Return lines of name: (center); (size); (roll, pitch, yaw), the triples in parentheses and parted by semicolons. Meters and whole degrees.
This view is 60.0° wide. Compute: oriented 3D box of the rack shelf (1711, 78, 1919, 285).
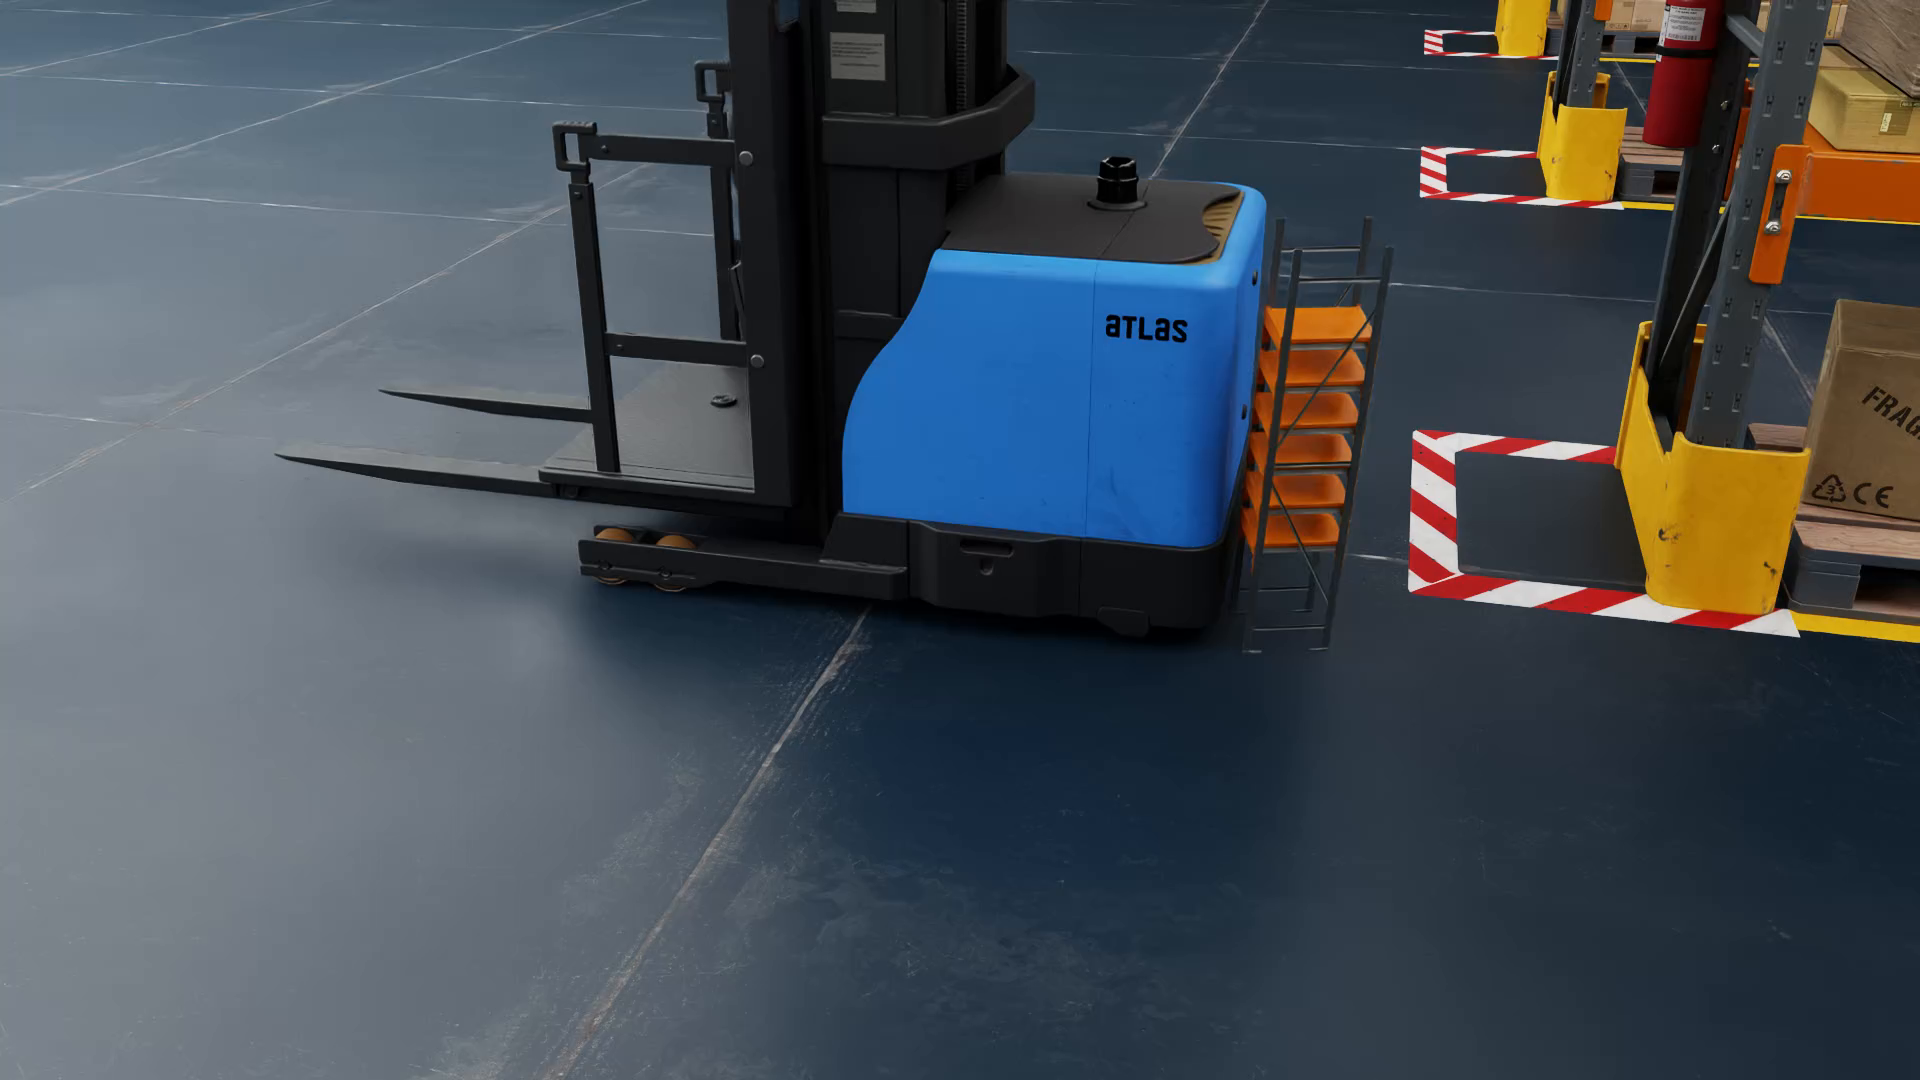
rack shelf: (4.191, -0.860, 4.404); (4.000, 0.370, 1.077); (6, 26, 13)

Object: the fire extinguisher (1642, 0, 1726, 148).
fire extinguisher: (2.258, -1.568, 5.145); (0.183, 0.674, 0.296); (6, 26, 13)

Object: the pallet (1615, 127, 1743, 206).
pallet: (4.358, -2.124, 9.467); (1.213, 0.211, 1.003); (6, 26, 13)

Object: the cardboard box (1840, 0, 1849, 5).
cardboard box: (7.129, -4.450, 12.946); (0.500, 0.500, 0.500); (6, 26, 13)

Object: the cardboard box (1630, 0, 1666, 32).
cardboard box: (5.674, -4.269, 13.438); (0.500, 0.250, 0.500); (6, 26, 13)

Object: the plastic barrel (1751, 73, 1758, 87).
plastic barrel: (4.630, -2.435, 9.281); (0.421, 0.512, 0.421); (0, 25, 0)

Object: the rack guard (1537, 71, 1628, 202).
rack guard: (3.573, -2.344, 9.592); (0.348, 0.500, 1.175); (6, 26, 13)

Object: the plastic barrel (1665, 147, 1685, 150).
plastic barrel: (4.144, -2.489, 9.394); (0.421, 0.512, 0.421); (0, 25, 0)

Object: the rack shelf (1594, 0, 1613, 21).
rack shelf: (5.425, -2.922, 8.735); (4.000, 0.370, 1.077); (6, 26, 13)

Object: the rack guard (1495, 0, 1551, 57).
rack guard: (4.702, -4.397, 13.904); (0.348, 0.500, 1.175); (6, 26, 13)

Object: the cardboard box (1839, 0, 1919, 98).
cardboard box: (2.780, -1.508, 4.466); (0.500, 0.500, 0.875); (6, 26, 13)

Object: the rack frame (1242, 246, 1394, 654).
rack frame: (0.904, -0.191, 4.267); (0.240, 1.200, 0.006); (-2, 34, -3)

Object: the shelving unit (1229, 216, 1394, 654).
shelving unit: (0.899, -0.242, 4.344); (0.258, 1.200, 0.189); (-2, 34, -3)

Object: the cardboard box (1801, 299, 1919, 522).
cardboard box: (2.855, -0.386, 4.991); (0.500, 0.500, 0.500); (11, 28, 23)

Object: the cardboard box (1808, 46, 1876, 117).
cardboard box: (2.581, -1.341, 4.870); (0.250, 0.149, 0.380); (6, 26, 13)

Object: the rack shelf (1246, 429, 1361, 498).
rack shelf: (0.898, -0.205, 4.368); (0.258, 0.103, 0.180); (-2, 34, -3)

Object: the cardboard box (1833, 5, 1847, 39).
cardboard box: (7.126, -4.107, 13.096); (0.500, 0.250, 0.500); (6, 26, 13)

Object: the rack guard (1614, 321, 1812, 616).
rack guard: (2.328, -0.262, 5.220); (0.348, 0.500, 1.175); (6, 26, 13)

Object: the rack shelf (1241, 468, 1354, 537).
rack shelf: (0.897, -0.105, 4.434); (0.258, 0.103, 0.180); (-2, 34, -3)

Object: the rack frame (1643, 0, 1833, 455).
rack frame: (2.254, -1.399, 4.699); (0.127, 3.000, 1.000); (6, 26, 13)

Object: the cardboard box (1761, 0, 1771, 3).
cardboard box: (6.161, -4.559, 13.174); (0.500, 0.500, 0.500); (6, 26, 13)

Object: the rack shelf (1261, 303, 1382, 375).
rack shelf: (0.901, -0.505, 4.170); (0.258, 0.103, 0.180); (-2, 34, -3)

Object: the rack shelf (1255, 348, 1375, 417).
rack shelf: (0.900, -0.405, 4.236); (0.258, 0.103, 0.180); (-2, 34, -3)

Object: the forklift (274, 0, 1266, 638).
forklift: (-0.645, -1.380, 4.739); (3.031, 2.935, 1.130); (6, 26, 13)

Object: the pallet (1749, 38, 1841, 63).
pallet: (6.654, -4.068, 13.549); (1.213, 0.211, 1.003); (6, 26, 13)

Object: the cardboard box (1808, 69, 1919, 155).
cardboard box: (2.471, -1.156, 4.481); (0.250, 0.149, 0.380); (6, 26, 13)

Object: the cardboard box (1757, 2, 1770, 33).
cardboard box: (6.158, -4.215, 13.325); (0.500, 0.250, 0.500); (6, 26, 13)

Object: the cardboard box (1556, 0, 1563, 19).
cardboard box: (5.318, -4.537, 14.000); (0.500, 0.250, 0.500); (6, 26, 13)

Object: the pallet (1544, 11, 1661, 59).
pallet: (5.476, -4.200, 13.825); (1.213, 0.211, 1.003); (6, 26, 13)

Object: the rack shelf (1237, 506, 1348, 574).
rack shelf: (0.896, -0.005, 4.500); (0.258, 0.103, 0.180); (-2, 34, -3)

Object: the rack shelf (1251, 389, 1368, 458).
rack shelf: (0.899, -0.305, 4.302); (0.258, 0.103, 0.180); (-2, 34, -3)

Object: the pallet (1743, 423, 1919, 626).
pallet: (3.106, -0.030, 5.068); (1.213, 0.211, 1.003); (6, 26, 13)

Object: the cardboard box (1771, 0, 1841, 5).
cardboard box: (6.641, -4.498, 13.046); (0.500, 0.500, 0.500); (6, 26, 13)

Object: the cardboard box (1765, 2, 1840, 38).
cardboard box: (6.641, -4.160, 13.208); (0.500, 0.250, 0.500); (6, 26, 13)

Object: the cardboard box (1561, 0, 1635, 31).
cardboard box: (5.189, -4.321, 13.547); (0.500, 0.250, 0.500); (6, 26, 13)

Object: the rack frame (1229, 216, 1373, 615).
rack frame: (0.893, -0.292, 4.420); (0.240, 1.200, 0.006); (-2, 34, -3)

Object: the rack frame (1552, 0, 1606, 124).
rack frame: (3.488, -3.461, 9.031); (0.127, 3.000, 1.000); (6, 26, 13)
